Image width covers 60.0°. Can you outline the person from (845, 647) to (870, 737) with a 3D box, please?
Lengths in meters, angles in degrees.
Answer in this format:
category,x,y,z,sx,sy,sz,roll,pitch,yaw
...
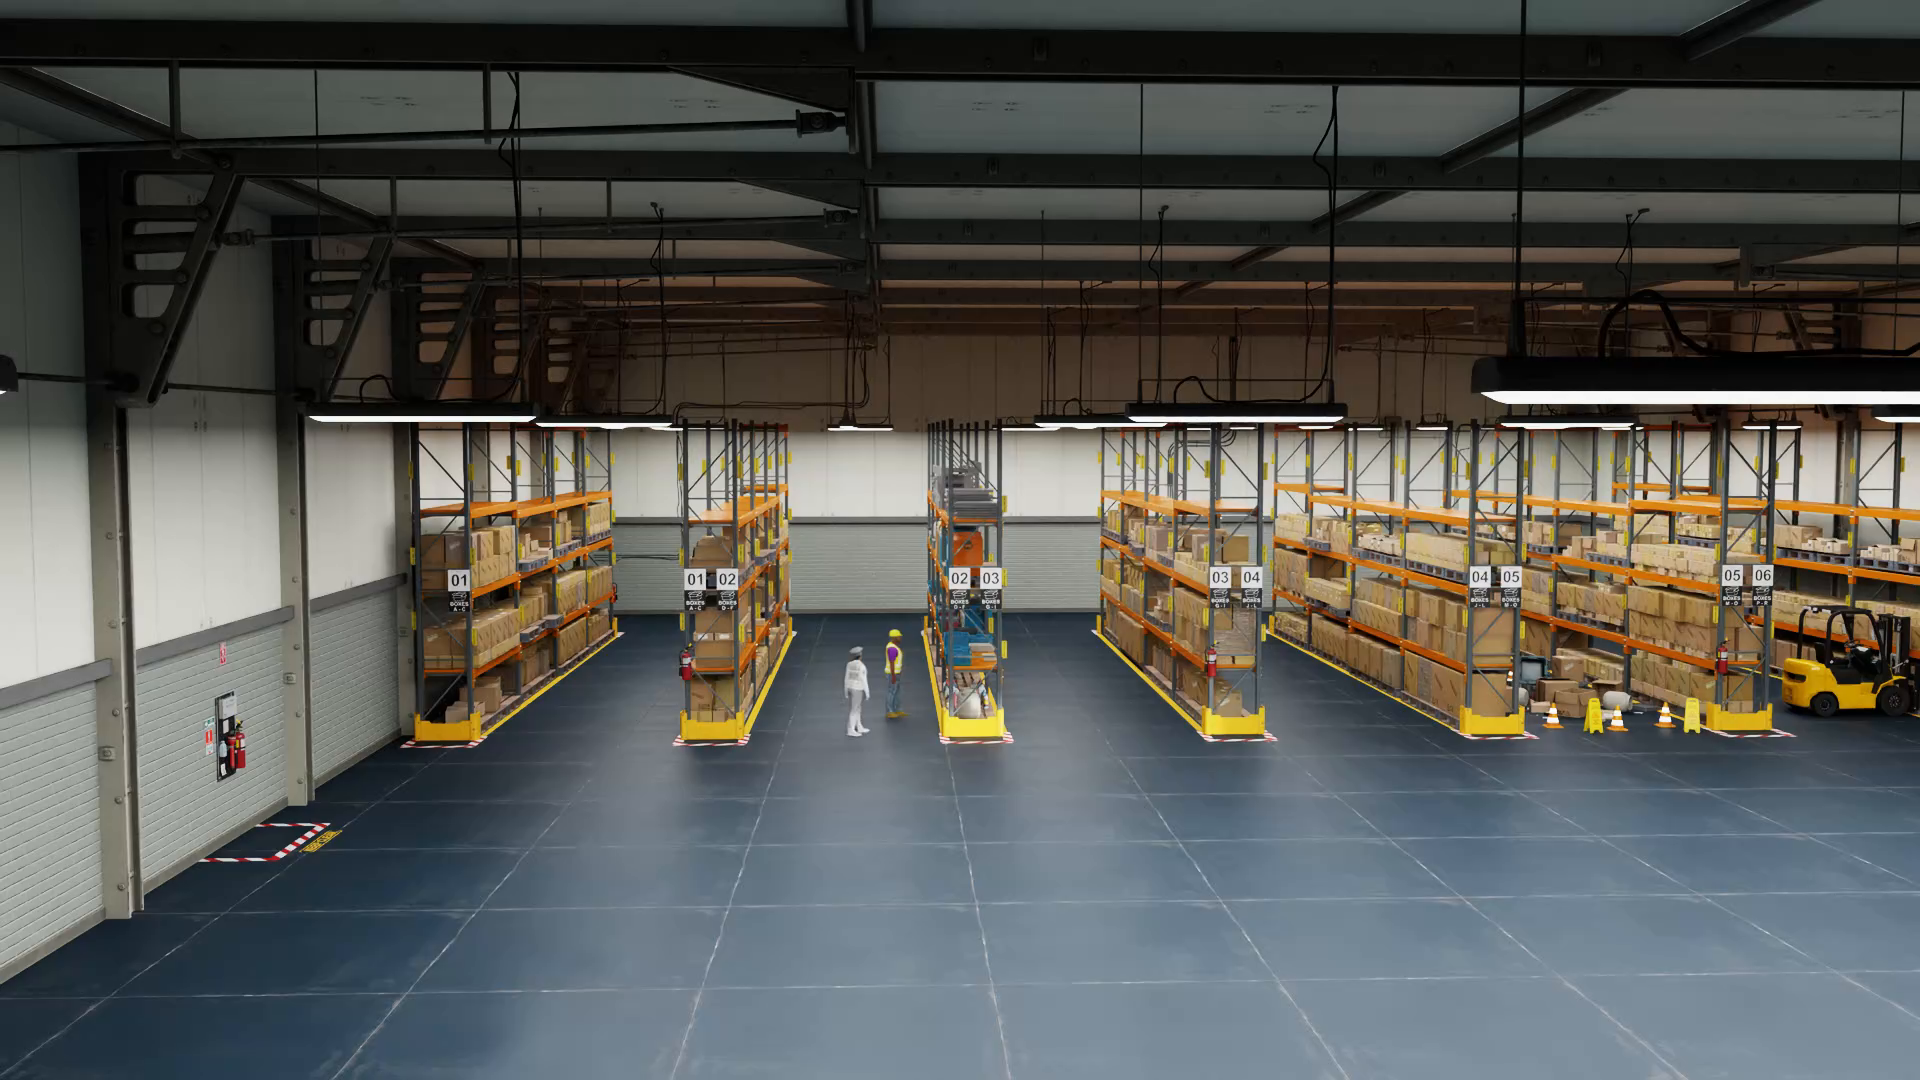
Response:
category,x,y,z,sx,sy,sz,roll,pitch,yaw
person,-1.899,2.866,31.586,0.543,1.684,0.521,-2,4,-29

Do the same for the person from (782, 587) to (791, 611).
category,x,y,z,sx,sy,sz,roll,pitch,yaw
person,-5.282,1.705,48.866,0.593,1.789,0.421,0,4,-7

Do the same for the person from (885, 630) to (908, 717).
category,x,y,z,sx,sy,sz,roll,pitch,yaw
person,-1.289,2.691,33.526,0.456,1.781,0.603,0,4,3
